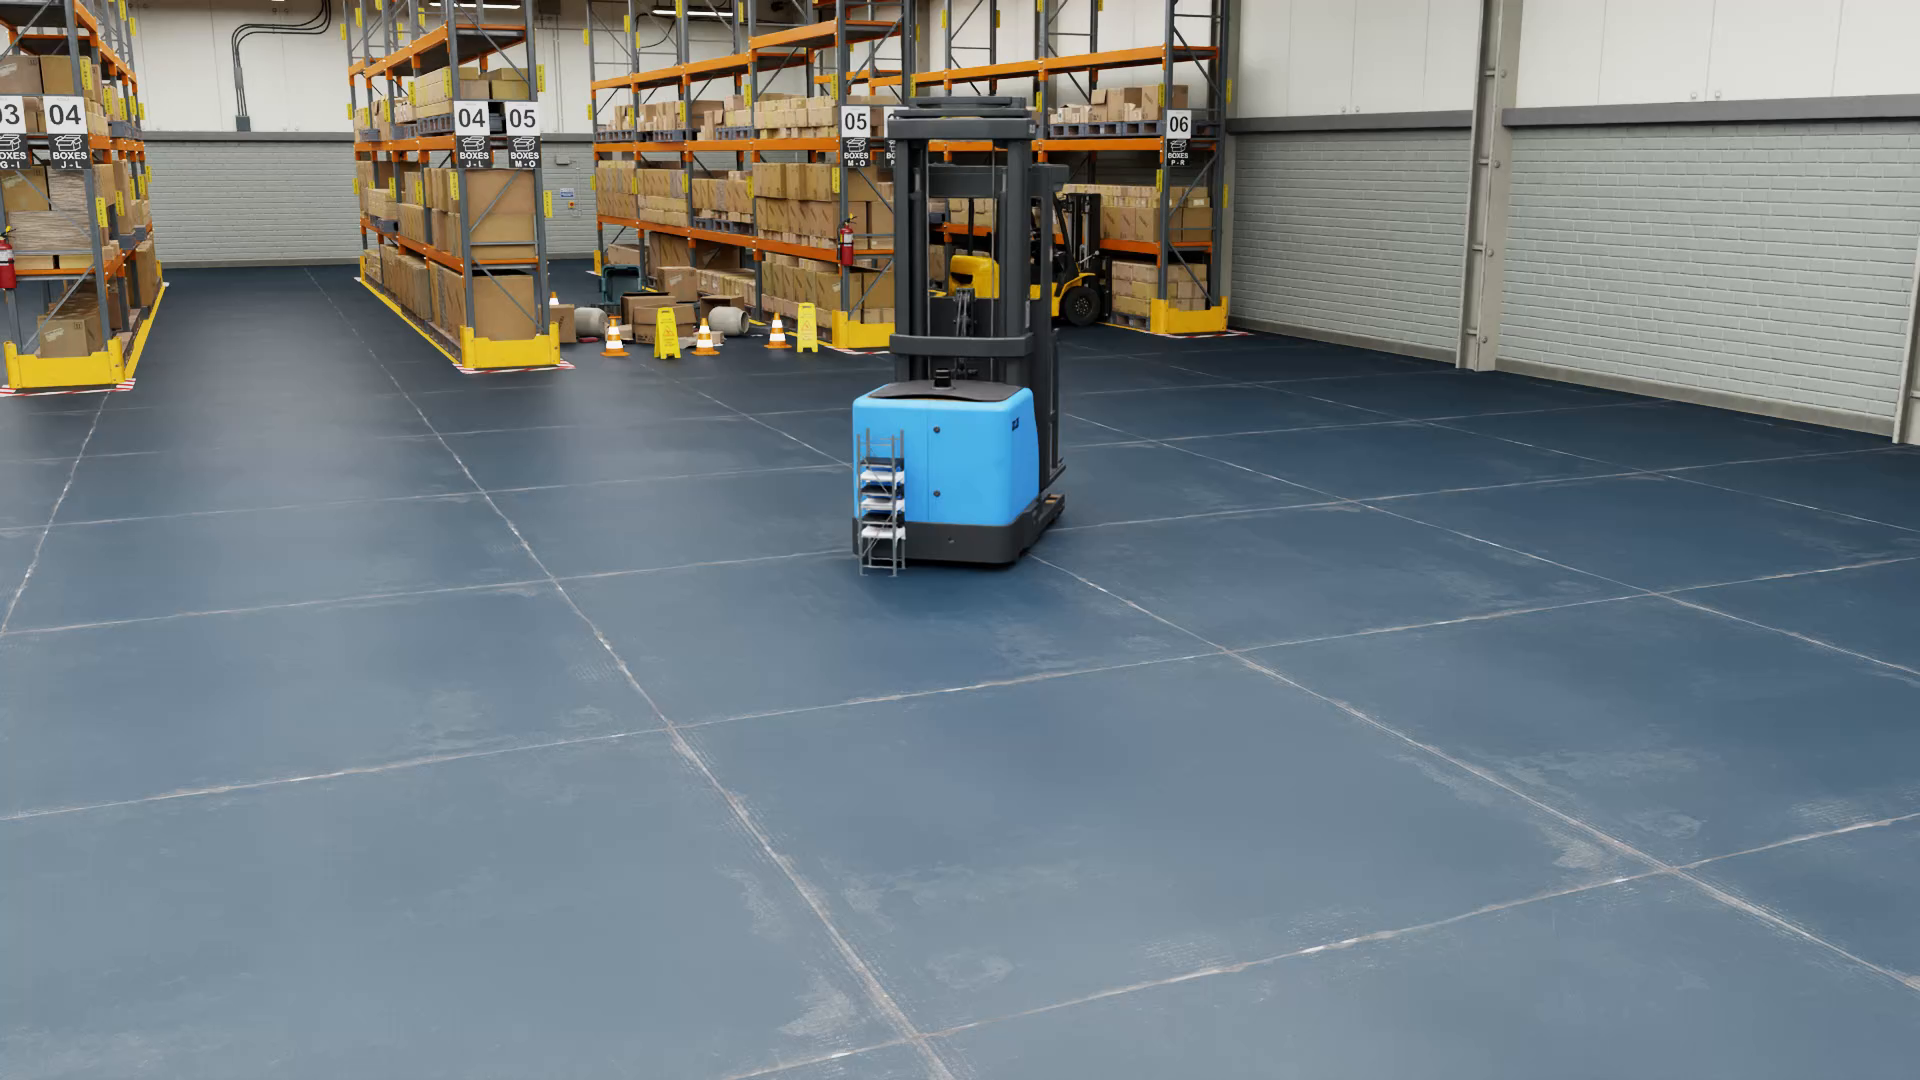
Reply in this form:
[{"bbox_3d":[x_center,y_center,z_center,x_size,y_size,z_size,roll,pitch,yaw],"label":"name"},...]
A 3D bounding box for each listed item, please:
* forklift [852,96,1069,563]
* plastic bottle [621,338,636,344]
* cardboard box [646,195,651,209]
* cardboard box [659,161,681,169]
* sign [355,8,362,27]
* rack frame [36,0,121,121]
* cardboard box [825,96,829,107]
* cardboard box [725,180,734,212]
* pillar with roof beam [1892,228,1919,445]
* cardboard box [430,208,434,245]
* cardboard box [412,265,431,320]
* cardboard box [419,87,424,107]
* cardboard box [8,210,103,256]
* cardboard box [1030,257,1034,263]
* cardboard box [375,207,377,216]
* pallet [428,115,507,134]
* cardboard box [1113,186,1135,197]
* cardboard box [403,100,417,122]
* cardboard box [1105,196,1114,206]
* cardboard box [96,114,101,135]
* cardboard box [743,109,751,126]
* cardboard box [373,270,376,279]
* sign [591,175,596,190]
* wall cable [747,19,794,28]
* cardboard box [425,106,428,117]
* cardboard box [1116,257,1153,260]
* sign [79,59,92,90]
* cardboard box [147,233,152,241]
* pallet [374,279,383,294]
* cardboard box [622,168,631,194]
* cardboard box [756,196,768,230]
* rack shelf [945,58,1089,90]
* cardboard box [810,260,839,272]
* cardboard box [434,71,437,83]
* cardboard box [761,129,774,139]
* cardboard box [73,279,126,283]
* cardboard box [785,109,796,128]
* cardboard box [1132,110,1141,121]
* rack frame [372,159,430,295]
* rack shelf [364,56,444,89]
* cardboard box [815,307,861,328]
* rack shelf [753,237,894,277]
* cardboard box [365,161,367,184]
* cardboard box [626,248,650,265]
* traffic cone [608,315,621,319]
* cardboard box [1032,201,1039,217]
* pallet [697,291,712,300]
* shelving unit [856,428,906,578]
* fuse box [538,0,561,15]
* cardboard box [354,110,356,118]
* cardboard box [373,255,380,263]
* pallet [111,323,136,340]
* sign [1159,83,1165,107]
[{"bbox_3d":[0.144,-1.566,11.634,1.130,2.935,3.031,3,13,13],"label":"forklift"},{"bbox_3d":[-4.666,-2.782,23.256,0.133,0.061,0.283,-12,18,-42],"label":"plastic bottle"},{"bbox_3d":[-5.797,-6.563,32.298,0.500,0.250,0.500,-5,14,-22],"label":"cardboard box"},{"bbox_3d":[-5.838,-7.555,33.481,0.380,0.149,0.250,-6,14,-24],"label":"cardboard box"},{"bbox_3d":[-10.949,-9.517,30.287,0.100,0.325,0.005,-6,14,-23],"label":"sign"},{"bbox_3d":[-13.427,-7.815,25.180,1.000,3.000,0.127,-6,14,-23],"label":"rack frame"},{"bbox_3d":[-1.616,-5.962,22.615,0.380,0.149,0.250,-5,14,-22],"label":"cardboard box"},{"bbox_3d":[-3.541,-5.644,27.289,0.500,0.500,0.500,-5,14,-21],"label":"cardboard box"},{"bbox_3d":[4.814,-4.864,12.428,9.100,9.000,0.400,-6,14,-23],"label":"pillar with roof beam"},{"bbox_3d":[-7.081,-4.491,23.790,0.875,0.550,0.550,-6,14,-23],"label":"cardboard box"},{"bbox_3d":[-7.571,-3.722,24.857,1.050,0.750,0.750,-6,14,-23],"label":"cardboard box"},{"bbox_3d":[-7.097,-6.049,22.723,0.500,0.250,0.500,-6,14,-23],"label":"cardboard box"},{"bbox_3d":[-10.417,-3.549,19.172,0.875,0.500,0.500,-6,14,-23],"label":"cardboard box"},{"bbox_3d":[1.583,-4.565,28.776,0.875,0.625,0.625,-5,14,-20],"label":"cardboard box"},{"bbox_3d":[-10.180,-5.836,29.559,0.380,0.149,0.250,-6,14,-24],"label":"cardboard box"},{"bbox_3d":[-6.437,-5.490,21.982,1.003,0.211,1.213,-6,14,-23],"label":"pallet"},{"bbox_3d":[2.573,-5.350,25.514,0.380,0.149,0.250,-5,14,-22],"label":"cardboard box"},{"bbox_3d":[-8.143,-6.507,25.224,0.500,0.311,0.500,-6,14,-25],"label":"cardboard box"},{"bbox_3d":[2.473,-5.258,25.775,0.380,0.149,0.250,-6,14,-23],"label":"cardboard box"},{"bbox_3d":[-10.799,-5.067,20.289,0.500,0.250,0.500,-5,14,-21],"label":"cardboard box"},{"bbox_3d":[-3.111,-6.662,26.250,0.500,0.250,0.500,-6,14,-24],"label":"cardboard box"},{"bbox_3d":[-11.328,-5.226,32.688,0.380,0.149,0.250,-6,14,-23],"label":"cardboard box"},{"bbox_3d":[-8.062,-7.852,36.548,0.100,0.325,0.005,-6,14,-23],"label":"sign"},{"bbox_3d":[-4.093,-14.804,43.040,2.988,3.039,0.133,-6,14,-23],"label":"wall cable"},{"bbox_3d":[-6.996,-5.770,22.398,0.380,0.149,0.250,-6,14,-24],"label":"cardboard box"},{"bbox_3d":[2.792,-4.366,26.532,0.500,0.250,0.500,-6,14,-24],"label":"cardboard box"},{"bbox_3d":[-9.725,-5.176,18.491,0.100,0.325,0.005,-6,14,-23],"label":"sign"},{"bbox_3d":[-15.937,-5.402,31.838,0.875,0.875,0.875,-6,14,-23],"label":"cardboard box"},{"bbox_3d":[-10.746,-4.923,32.173,1.003,0.211,1.213,-6,14,-23],"label":"pallet"},{"bbox_3d":[-6.587,-7.328,33.940,0.500,0.500,0.500,-6,14,-24],"label":"cardboard box"},{"bbox_3d":[-2.824,-5.039,25.607,0.500,0.500,0.500,-6,14,-23],"label":"cardboard box"},{"bbox_3d":[1.001,-8.201,29.329,1.077,0.370,4.000,-6,14,-23],"label":"rack shelf"},{"bbox_3d":[-1.911,-3.893,23.603,0.380,0.149,0.250,-5,14,-21],"label":"cardboard box"},{"bbox_3d":[-6.488,-5.896,21.177,0.380,0.149,0.250,-6,14,-23],"label":"cardboard box"},{"bbox_3d":[-2.793,-6.154,25.213,0.380,0.149,0.250,-6,14,-23],"label":"cardboard box"},{"bbox_3d":[-12.906,-3.639,25.009,0.700,0.500,0.500,-7,15,-28],"label":"cardboard box"},{"bbox_3d":[-2.211,-6.064,23.940,0.500,0.250,0.500,-5,14,-22],"label":"cardboard box"},{"bbox_3d":[2.794,-6.320,24.776,0.380,0.149,0.250,-6,14,-25],"label":"cardboard box"},{"bbox_3d":[-10.444,-6.146,31.273,1.000,3.000,0.127,-6,14,-23],"label":"rack frame"},{"bbox_3d":[-9.643,-8.110,28.937,1.077,0.370,4.000,-6,14,-23],"label":"rack shelf"},{"bbox_3d":[-1.722,-3.148,23.484,0.500,0.250,0.500,-6,14,-23],"label":"cardboard box"},{"bbox_3d":[-1.943,-4.198,24.449,1.077,0.370,4.000,-6,14,-23],"label":"rack shelf"},{"bbox_3d":[-11.284,-7.113,32.351,0.500,0.500,0.500,-5,14,-21],"label":"cardboard box"},{"bbox_3d":[-6.461,-5.895,34.938,0.875,0.438,0.875,-6,14,-25],"label":"cardboard box"},{"bbox_3d":[-5.556,-3.825,26.869,0.336,0.463,0.334,-6,14,-23],"label":"traffic cone"},{"bbox_3d":[1.371,-5.659,28.393,0.500,0.250,0.500,-6,14,-24],"label":"cardboard box"},{"bbox_3d":[-4.035,-4.268,29.341,1.003,0.211,1.213,-6,14,-23],"label":"pallet"},{"bbox_3d":[-0.491,-0.233,10.375,0.258,0.900,0.210,3,14,13],"label":"shelving unit"},{"bbox_3d":[-10.053,-13.056,40.730,0.513,0.334,0.176,-6,14,-23],"label":"fuse box"},{"bbox_3d":[-11.998,-8.594,33.538,0.380,0.149,0.250,-6,14,-23],"label":"cardboard box"},{"bbox_3d":[-11.296,-5.510,32.596,0.380,0.149,0.250,-6,14,-26],"label":"cardboard box"},{"bbox_3d":[-12.138,-2.868,23.295,1.003,0.211,1.213,-6,14,-23],"label":"pallet"},{"bbox_3d":[2.902,-6.392,23.895,0.100,0.325,0.005,-6,14,-23],"label":"sign"}]
